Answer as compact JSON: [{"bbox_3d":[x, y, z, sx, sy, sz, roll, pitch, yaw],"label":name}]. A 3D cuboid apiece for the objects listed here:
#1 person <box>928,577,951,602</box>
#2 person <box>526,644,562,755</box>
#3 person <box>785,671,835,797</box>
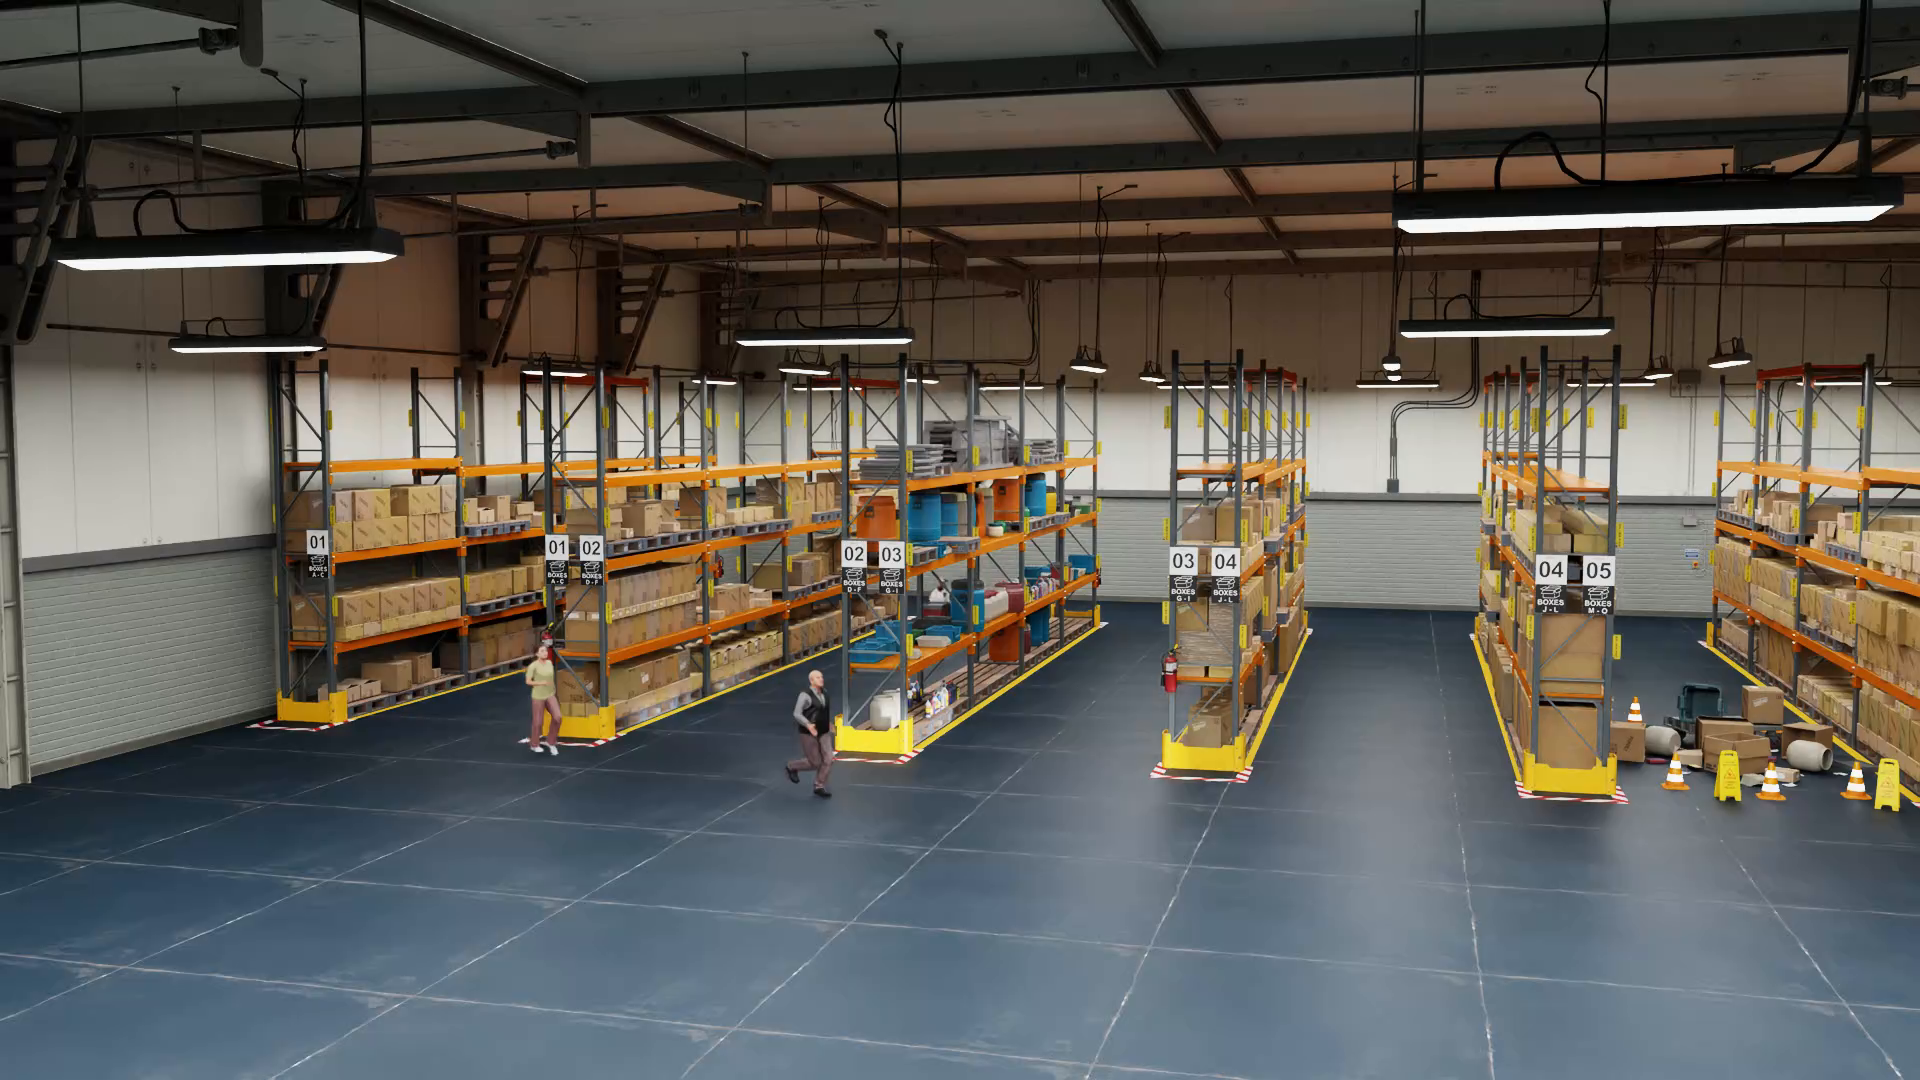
[{"bbox_3d":[-0.406,1.609,35.722,0.629,1.660,0.515,1,4,13],"label":"person"},{"bbox_3d":[-6.229,2.387,24.874,0.589,1.686,0.659,-4,6,-43],"label":"person"},{"bbox_3d":[-1.988,2.570,22.245,0.738,1.680,0.650,3,5,40],"label":"person"}]
